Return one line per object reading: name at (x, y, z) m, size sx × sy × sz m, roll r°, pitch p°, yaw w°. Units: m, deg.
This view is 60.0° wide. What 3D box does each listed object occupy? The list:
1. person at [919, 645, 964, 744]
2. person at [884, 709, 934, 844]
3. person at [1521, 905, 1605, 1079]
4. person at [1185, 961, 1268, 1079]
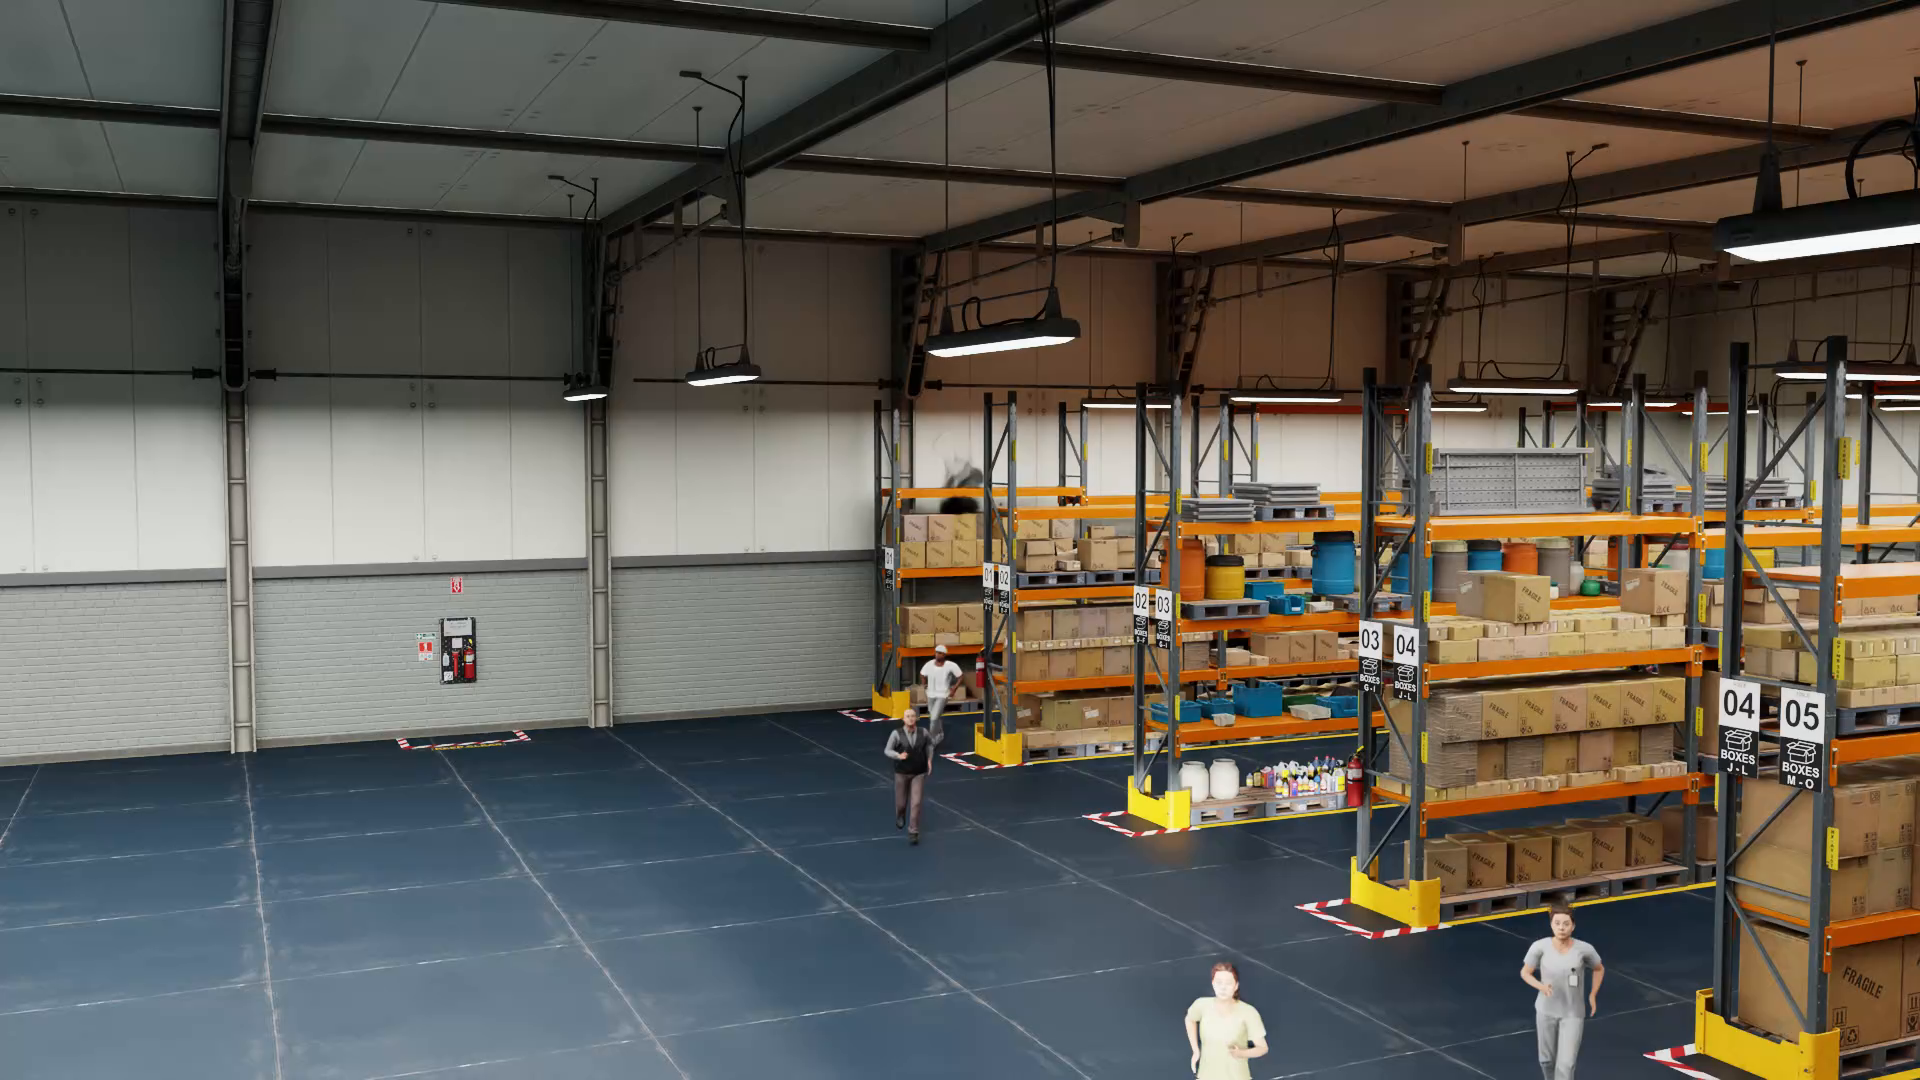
person at (-0.361, 2.648, 27.969) m, size 0.729 × 1.795 × 0.783 m, roll 2°, pitch 4°, yaw 30°
person at (-0.652, 3.041, 21.643) m, size 0.673 × 1.699 × 0.859 m, roll 0°, pitch 3°, yaw -8°
person at (4.514, 3.583, 12.506) m, size 0.575 × 1.654 × 0.868 m, roll 2°, pitch 4°, yaw 27°
person at (1.763, 3.654, 11.091) m, size 0.575 × 1.685 × 0.880 m, roll 1°, pitch 3°, yaw 14°
